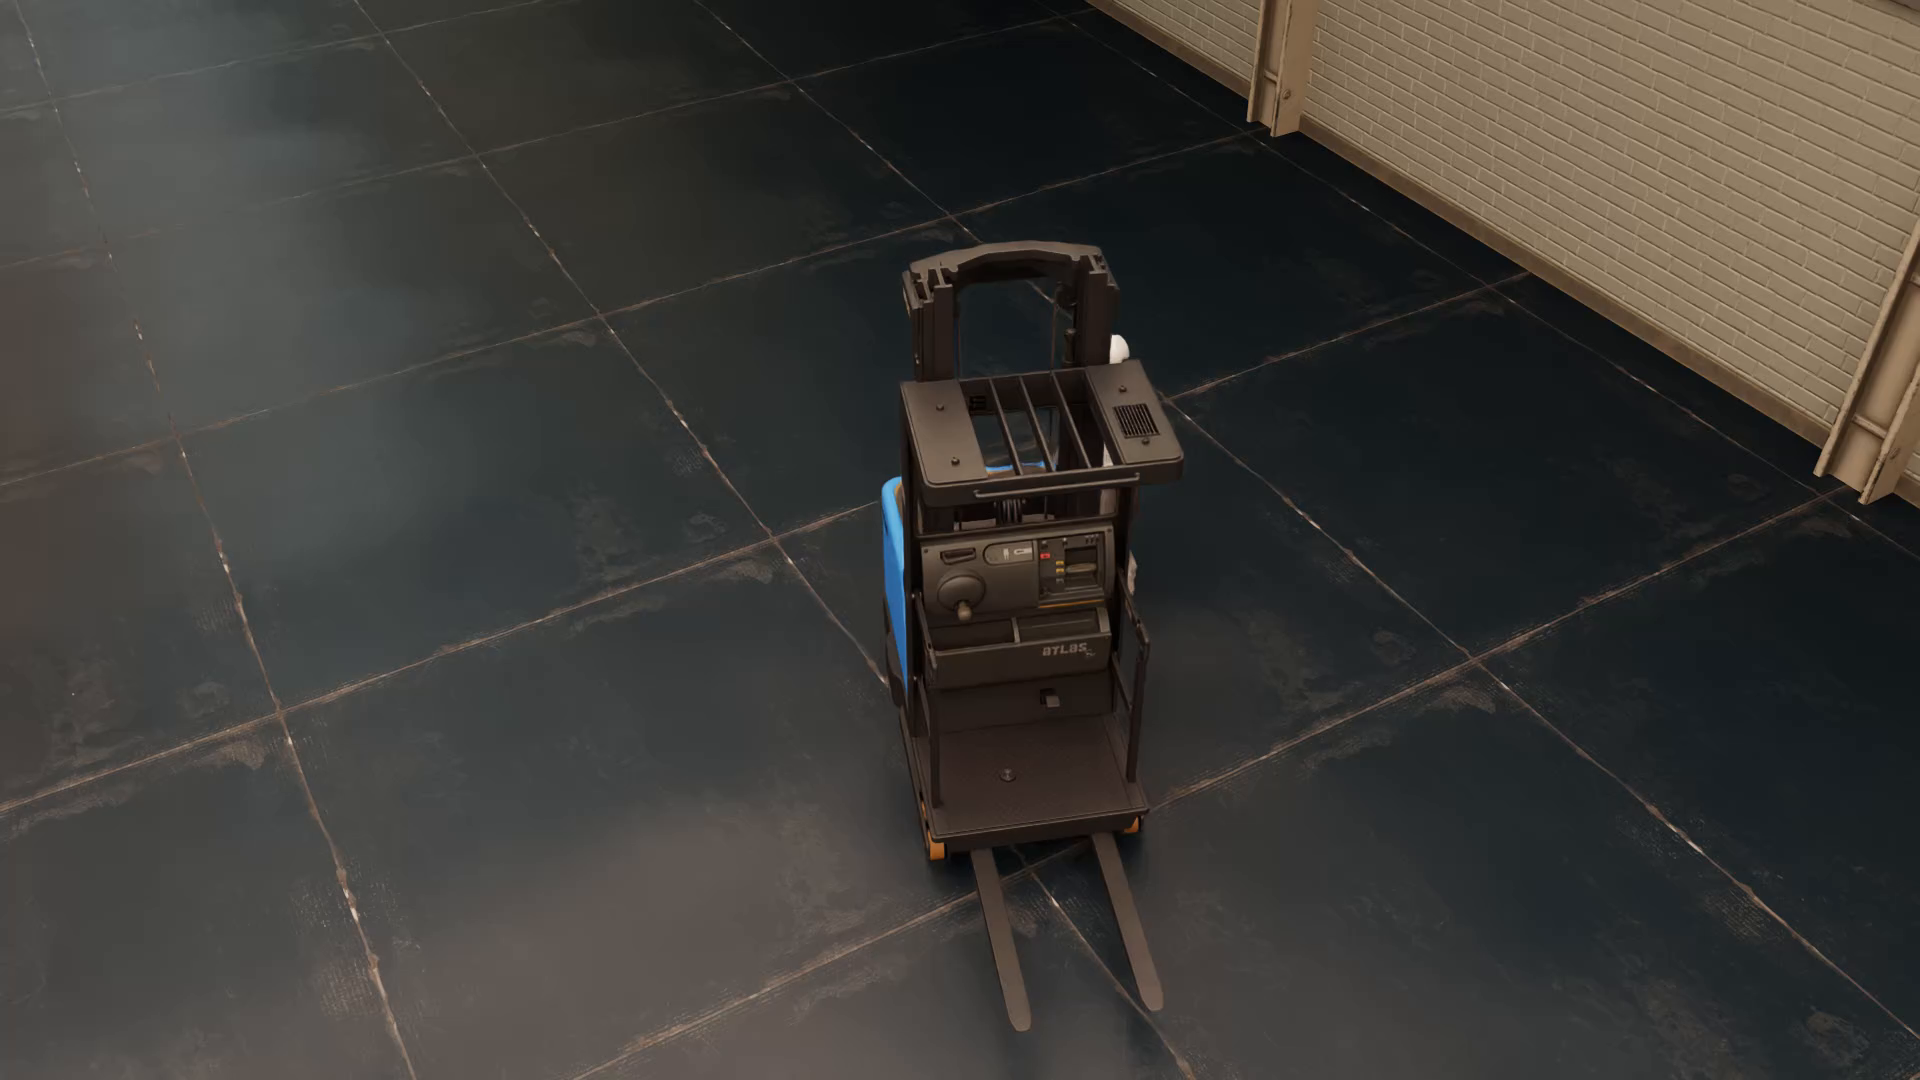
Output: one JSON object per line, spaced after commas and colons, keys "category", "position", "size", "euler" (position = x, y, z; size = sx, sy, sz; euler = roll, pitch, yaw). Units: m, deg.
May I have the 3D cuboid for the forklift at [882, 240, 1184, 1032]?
{"category": "forklift", "position": [0.319, 0.232, 7.757], "size": [1.130, 2.935, 3.031], "euler": [-6, 40, -8]}

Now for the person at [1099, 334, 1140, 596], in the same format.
{"category": "person", "position": [0.825, -0.542, 9.672], "size": [0.492, 1.683, 0.934], "euler": [-15, 42, -18]}
